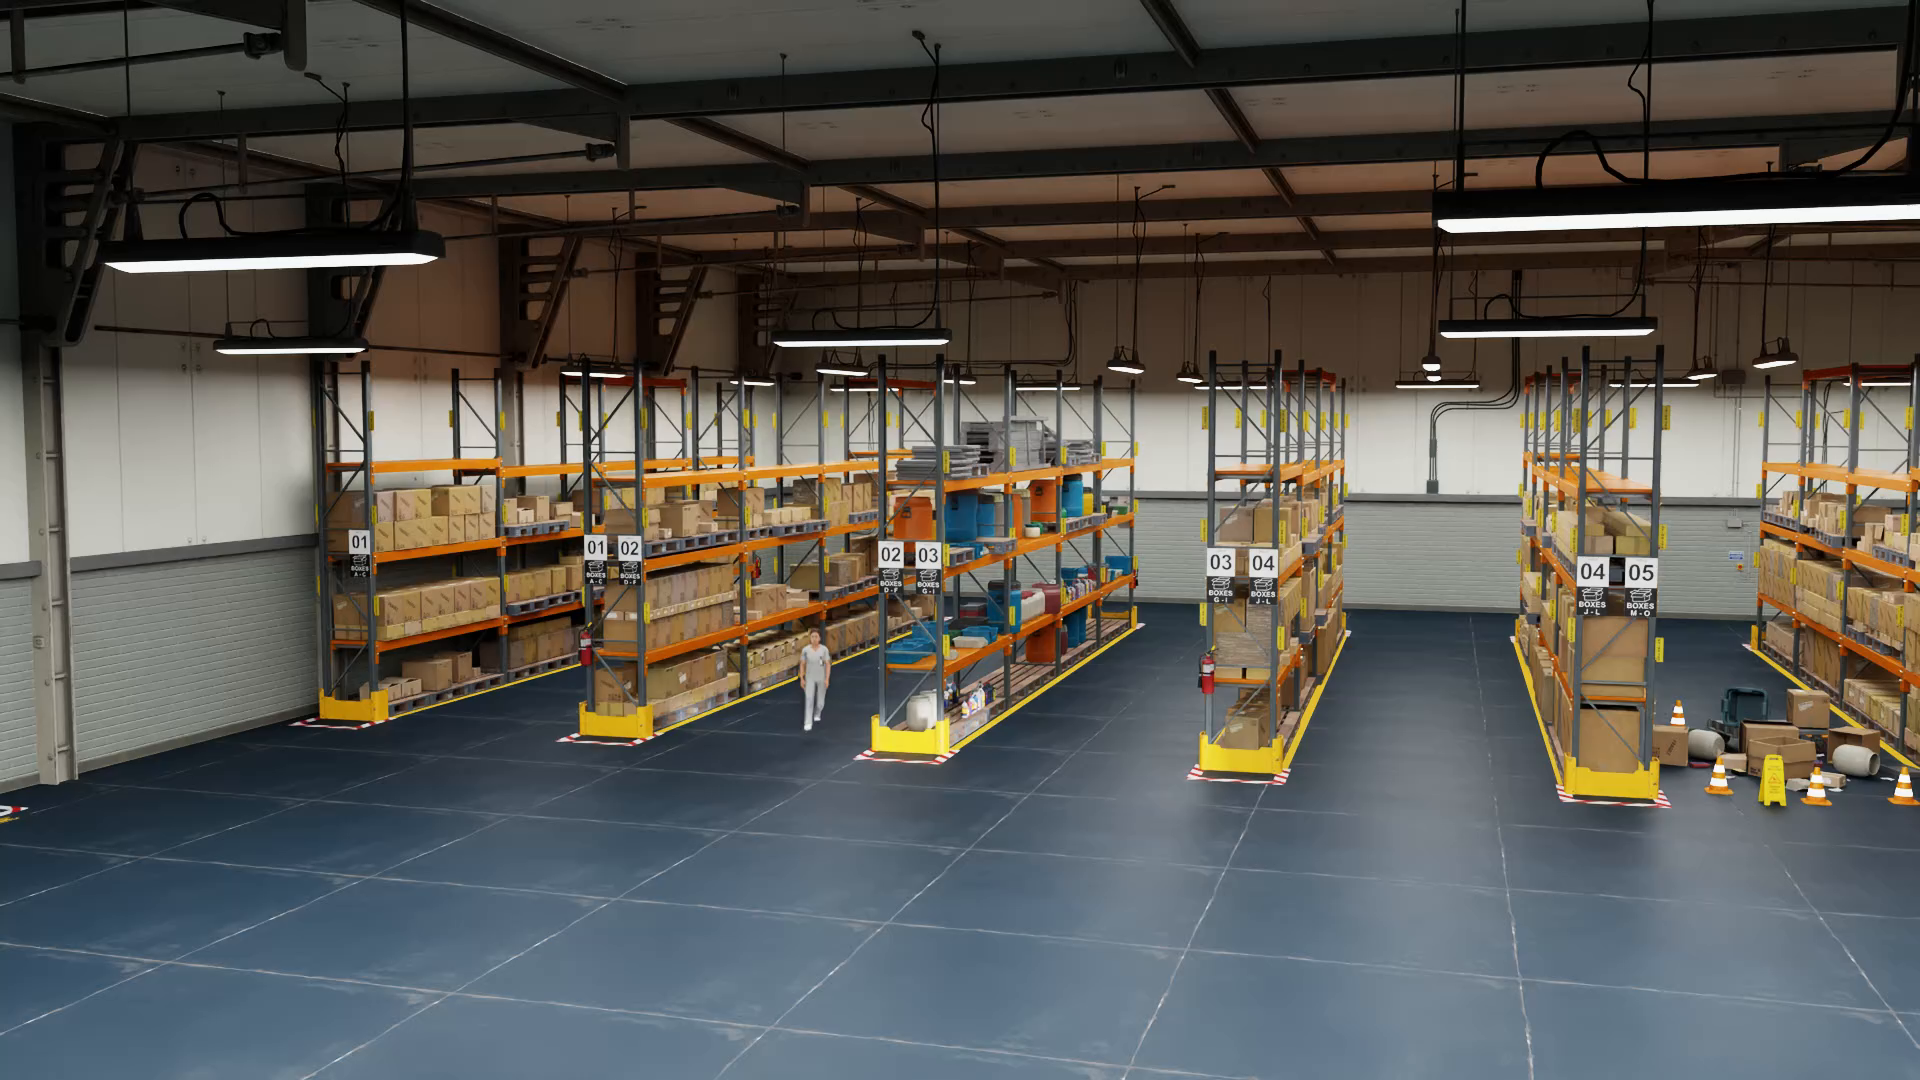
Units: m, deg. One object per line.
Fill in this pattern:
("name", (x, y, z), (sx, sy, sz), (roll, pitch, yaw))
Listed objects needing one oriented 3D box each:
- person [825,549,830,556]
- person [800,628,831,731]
("person", (-3.466, 1.205, 42.131), (0.820, 1.568, 0.618), (-1, 4, -10))
("person", (-2.255, 2.155, 25.887), (0.496, 1.540, 1.121), (-1, 4, -13))
